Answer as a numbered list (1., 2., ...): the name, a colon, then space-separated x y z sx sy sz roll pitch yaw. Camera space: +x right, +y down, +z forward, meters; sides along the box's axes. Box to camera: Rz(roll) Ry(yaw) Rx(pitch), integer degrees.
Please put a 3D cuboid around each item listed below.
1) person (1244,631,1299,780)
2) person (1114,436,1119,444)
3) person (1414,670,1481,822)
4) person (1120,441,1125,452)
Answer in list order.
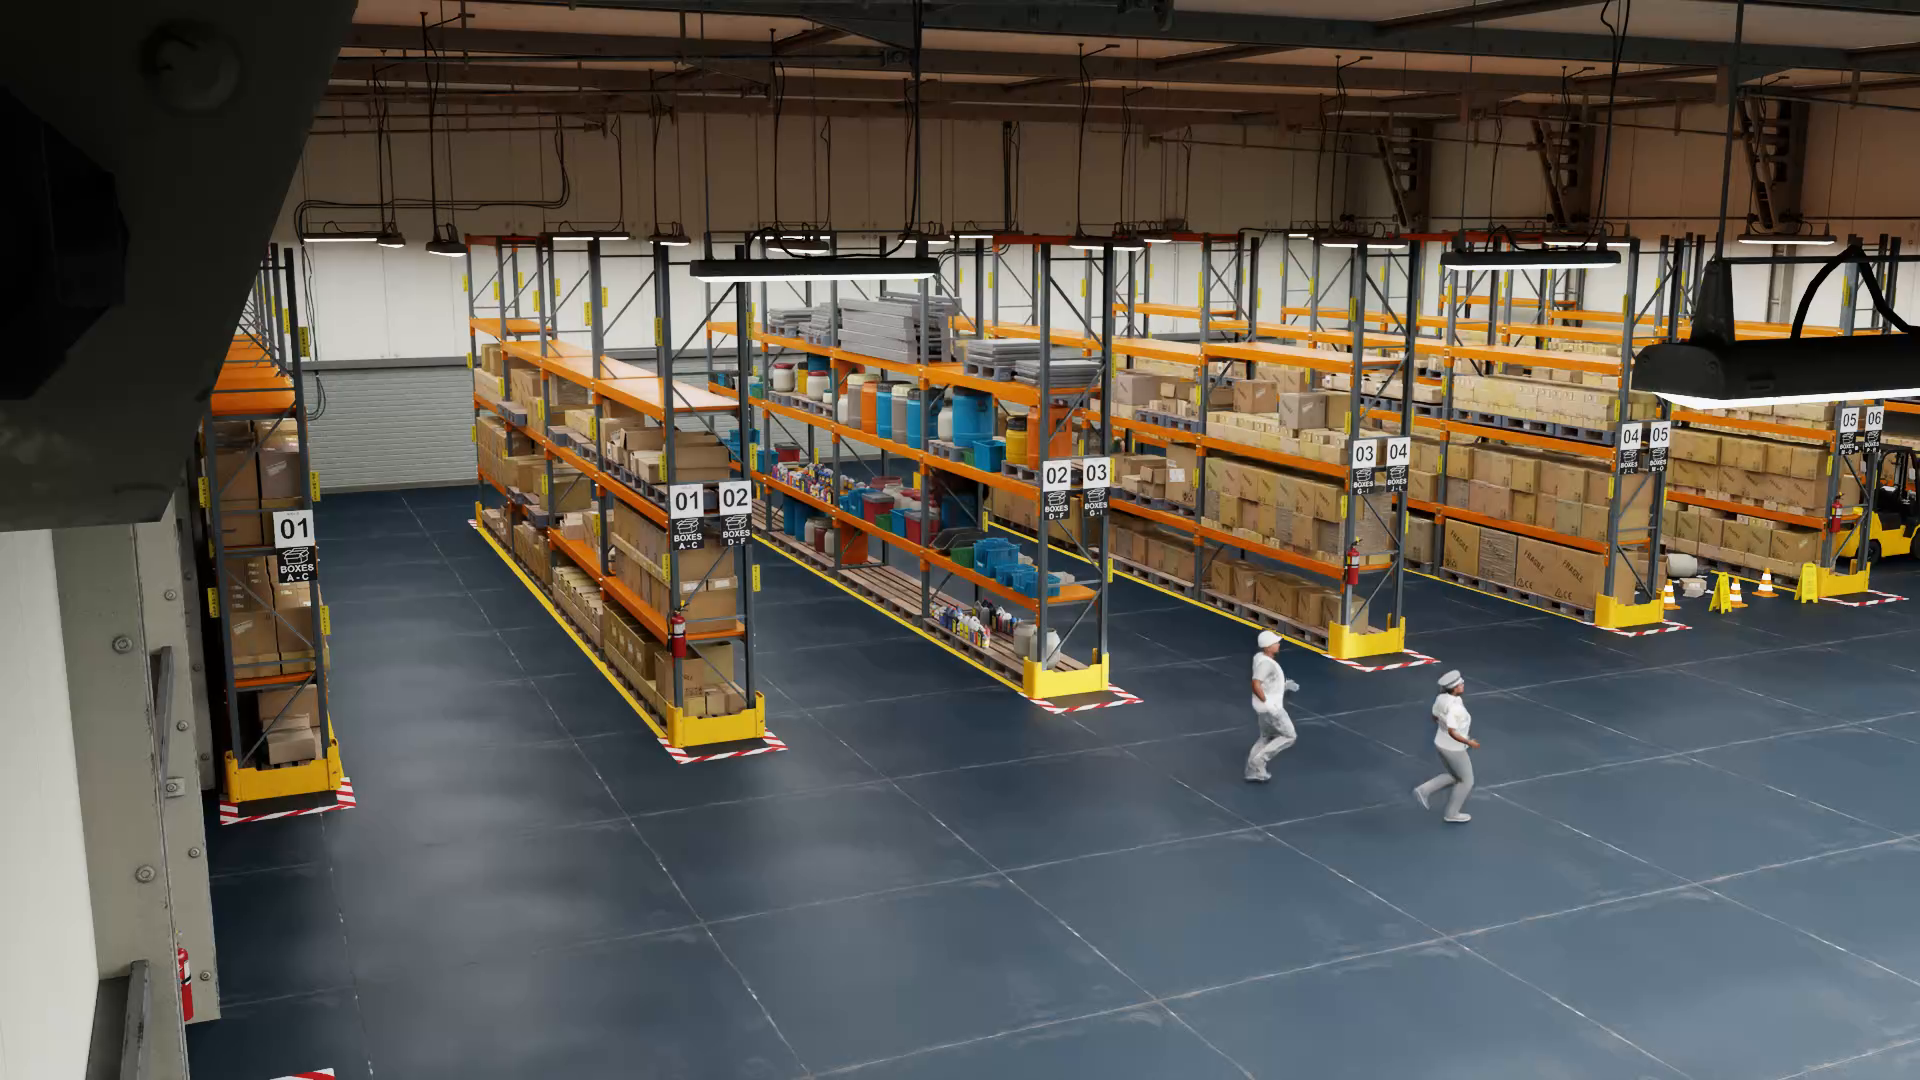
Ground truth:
1. person: 3.538 1.879 18.792 0.624 1.737 0.670 0 11 -2
2. person: 3.764 -2.556 41.727 0.538 1.739 0.674 -4 12 -22
3. person: 5.160 2.178 17.555 0.568 1.650 0.575 -1 11 -4
4. person: 3.485 -1.174 34.580 0.694 1.765 0.676 -6 13 -29
